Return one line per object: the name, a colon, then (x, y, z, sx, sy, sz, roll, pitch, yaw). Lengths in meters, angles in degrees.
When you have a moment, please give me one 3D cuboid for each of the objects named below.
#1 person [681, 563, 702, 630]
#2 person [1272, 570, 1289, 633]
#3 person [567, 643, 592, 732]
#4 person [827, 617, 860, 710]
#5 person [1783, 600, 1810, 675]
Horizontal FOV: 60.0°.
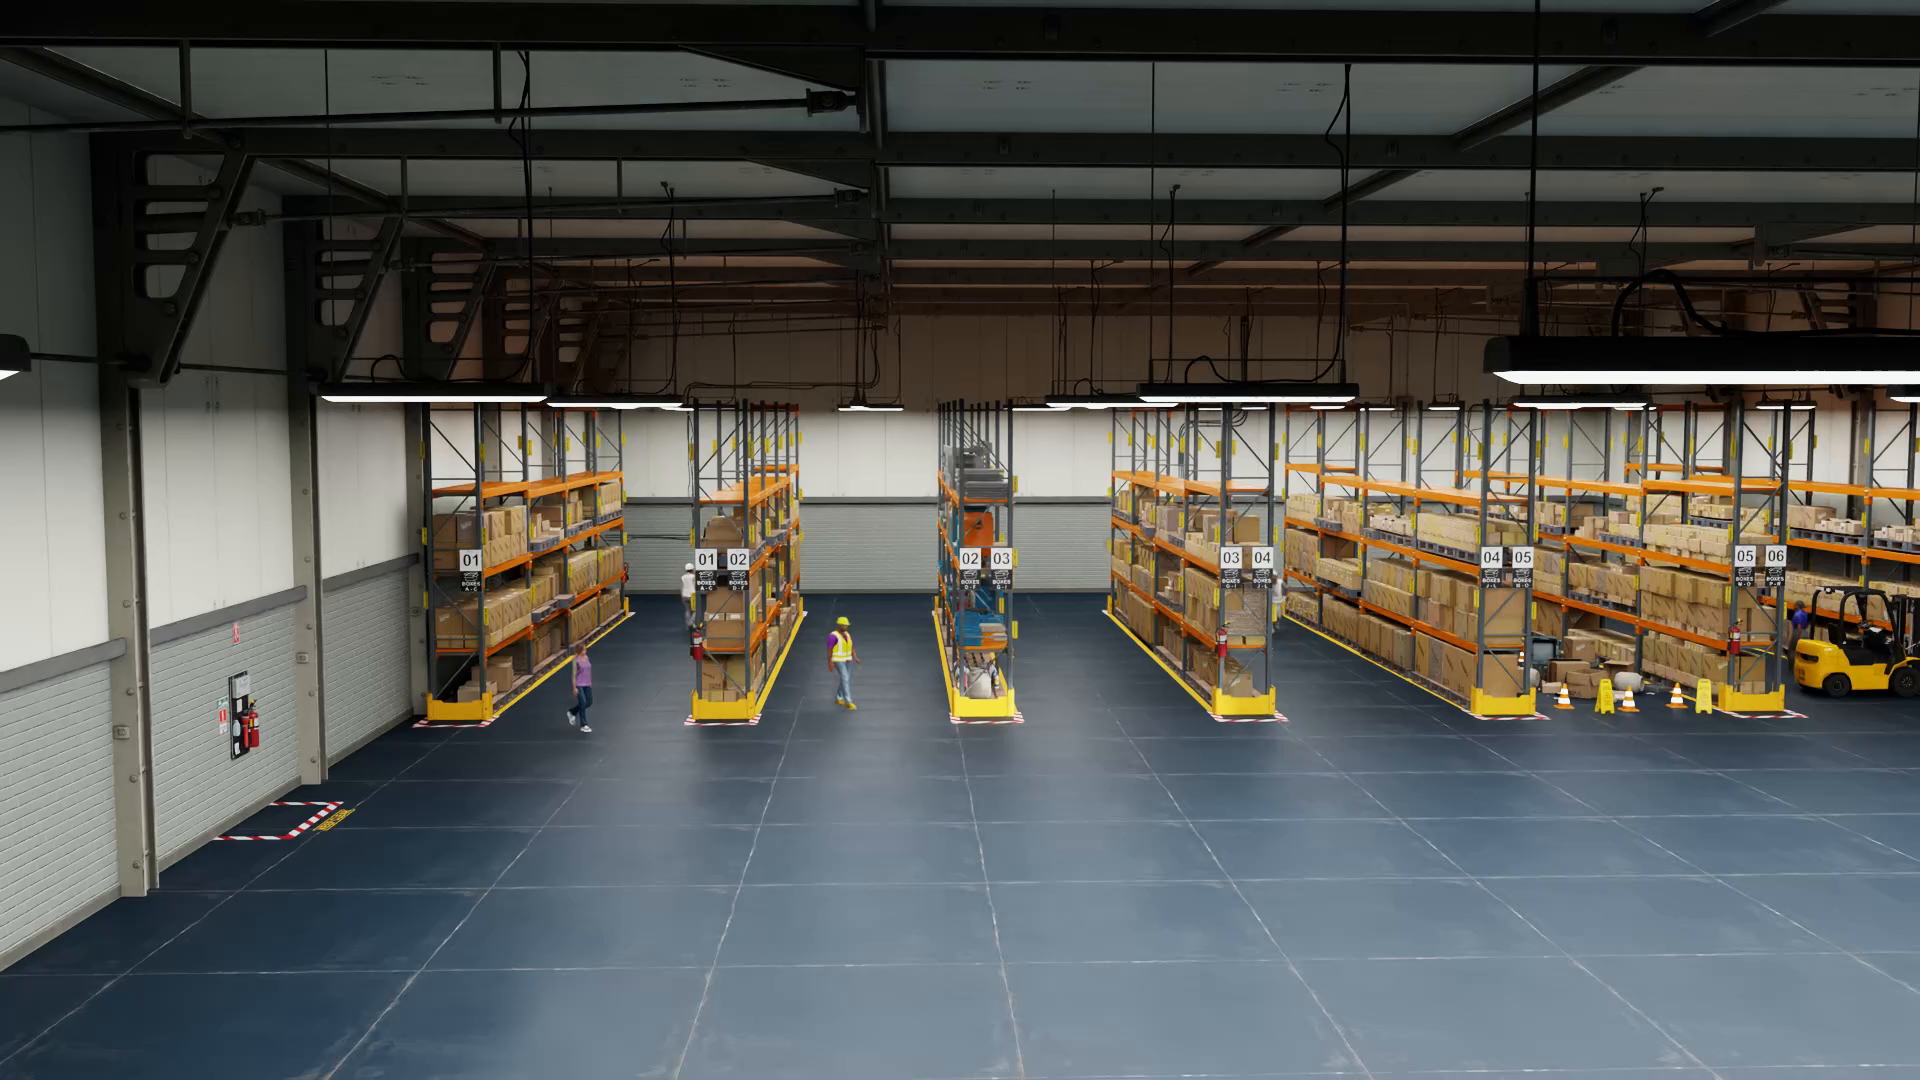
person: (-7.142, 1.504, 43.944, 0.567, 1.776, 0.479, 3, 5, 30)
person: (8.186, 1.606, 43.213, 0.728, 1.682, 0.651, 1, 4, 7)
person: (-6.854, 2.639, 30.041, 0.669, 1.585, 0.474, 2, 5, 30)
person: (-2.211, 2.400, 32.502, 0.796, 1.764, 0.599, 4, 6, 39)
person: (18.386, 2.164, 36.369, 0.434, 1.697, 0.577, -1, 4, -13)
